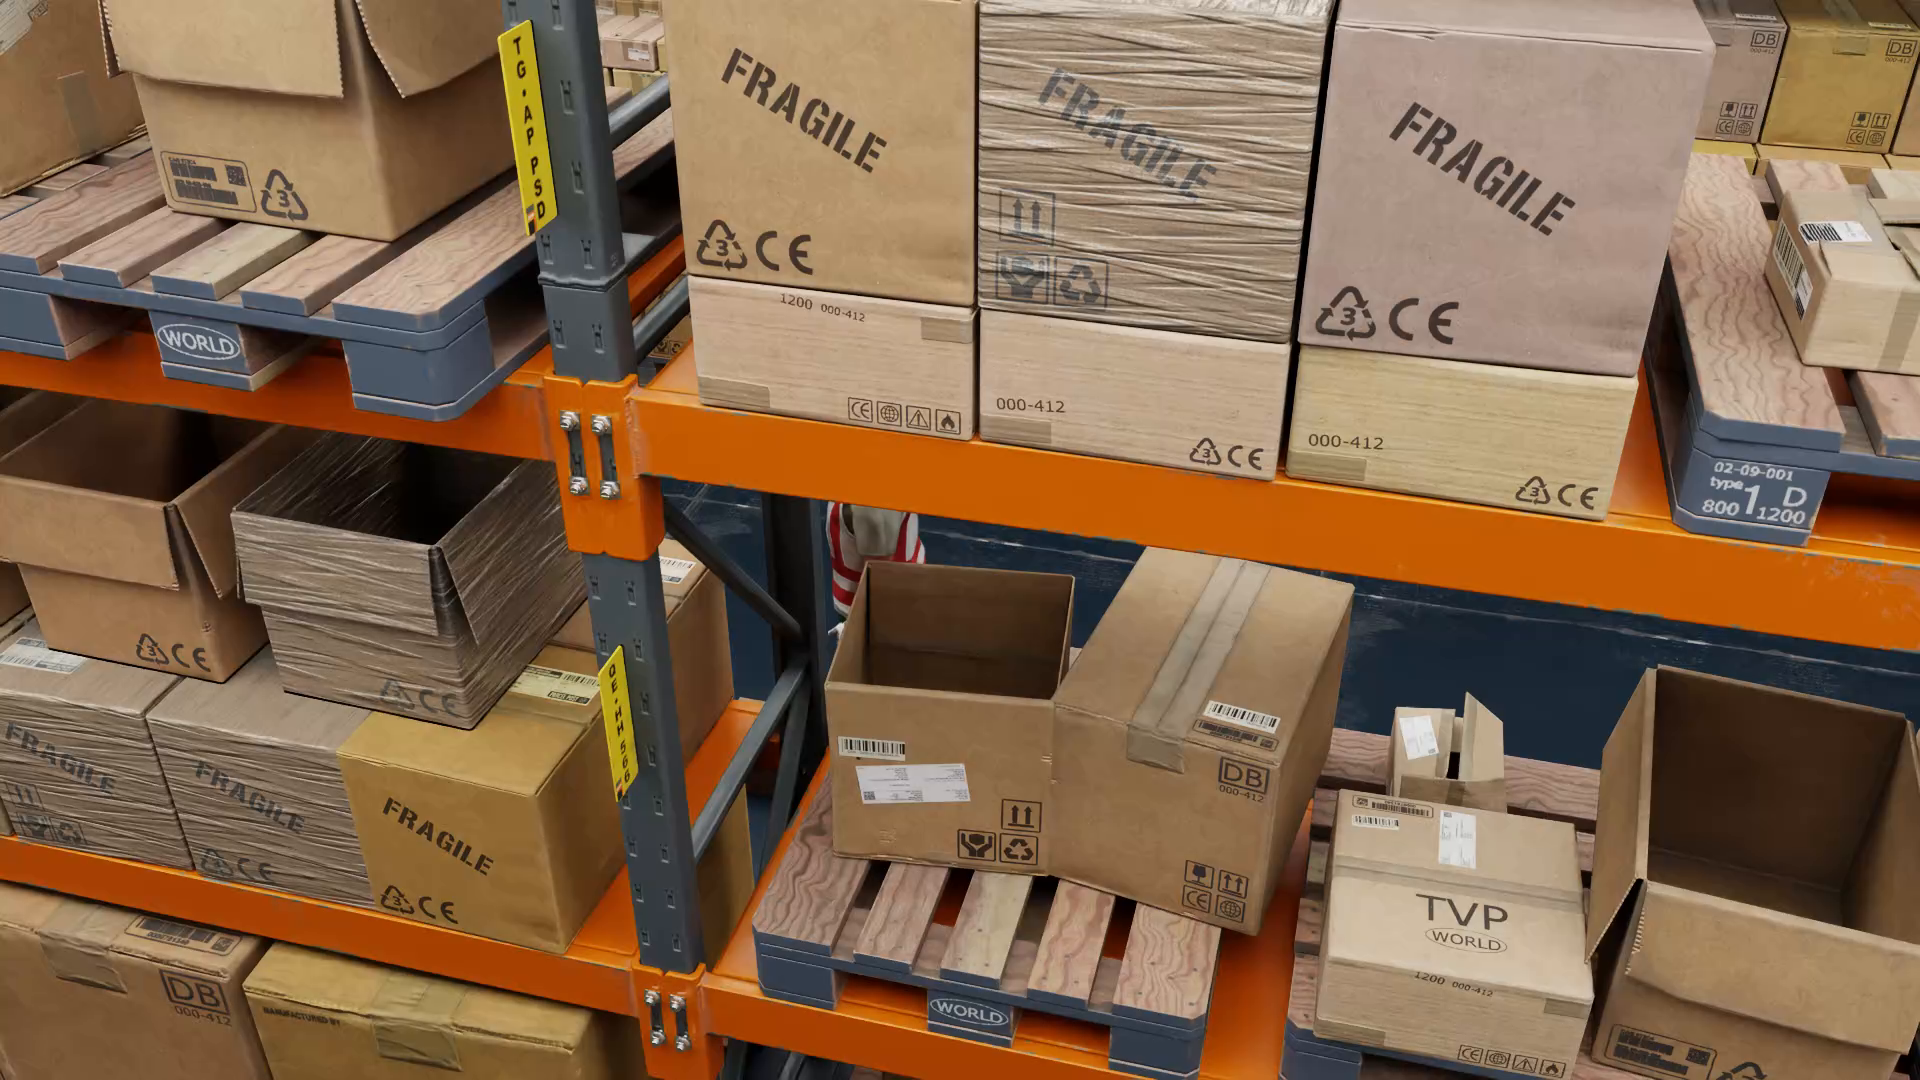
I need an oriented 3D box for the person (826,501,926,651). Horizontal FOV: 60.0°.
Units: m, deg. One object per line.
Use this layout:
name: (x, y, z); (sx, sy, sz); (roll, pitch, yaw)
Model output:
person: (-0.270, 0.195, 5.781); (0.386, 1.791, 0.573); (4, 33, 6)
